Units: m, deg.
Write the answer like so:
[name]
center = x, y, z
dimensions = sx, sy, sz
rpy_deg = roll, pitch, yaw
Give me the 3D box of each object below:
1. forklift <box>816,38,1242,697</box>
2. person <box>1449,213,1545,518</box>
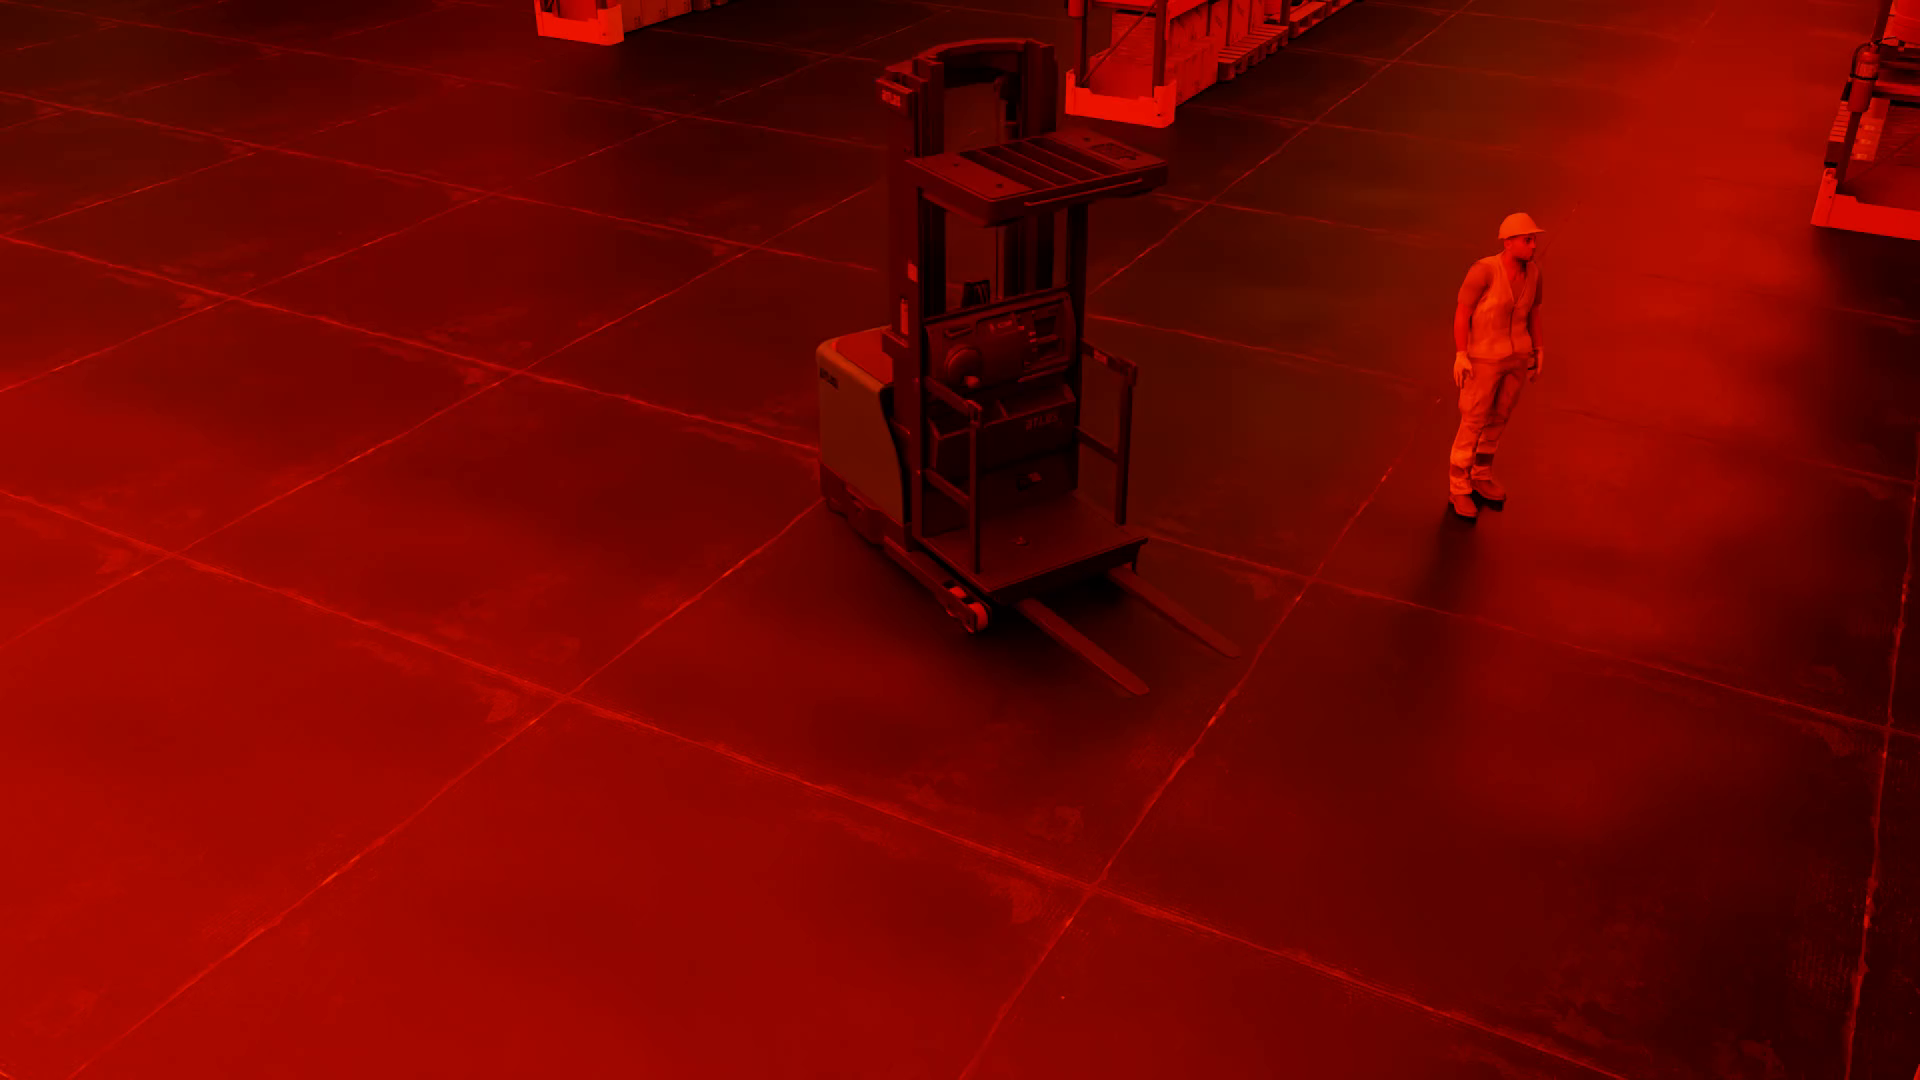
[forklift]
center = 0.349, -1.031, 8.857
dimensions = 1.130, 2.935, 3.031
rpy_deg = -18, 35, -28
[person]
center = 3.286, -1.064, 10.042
dimensions = 0.637, 1.786, 0.566
rpy_deg = -11, 32, -18
